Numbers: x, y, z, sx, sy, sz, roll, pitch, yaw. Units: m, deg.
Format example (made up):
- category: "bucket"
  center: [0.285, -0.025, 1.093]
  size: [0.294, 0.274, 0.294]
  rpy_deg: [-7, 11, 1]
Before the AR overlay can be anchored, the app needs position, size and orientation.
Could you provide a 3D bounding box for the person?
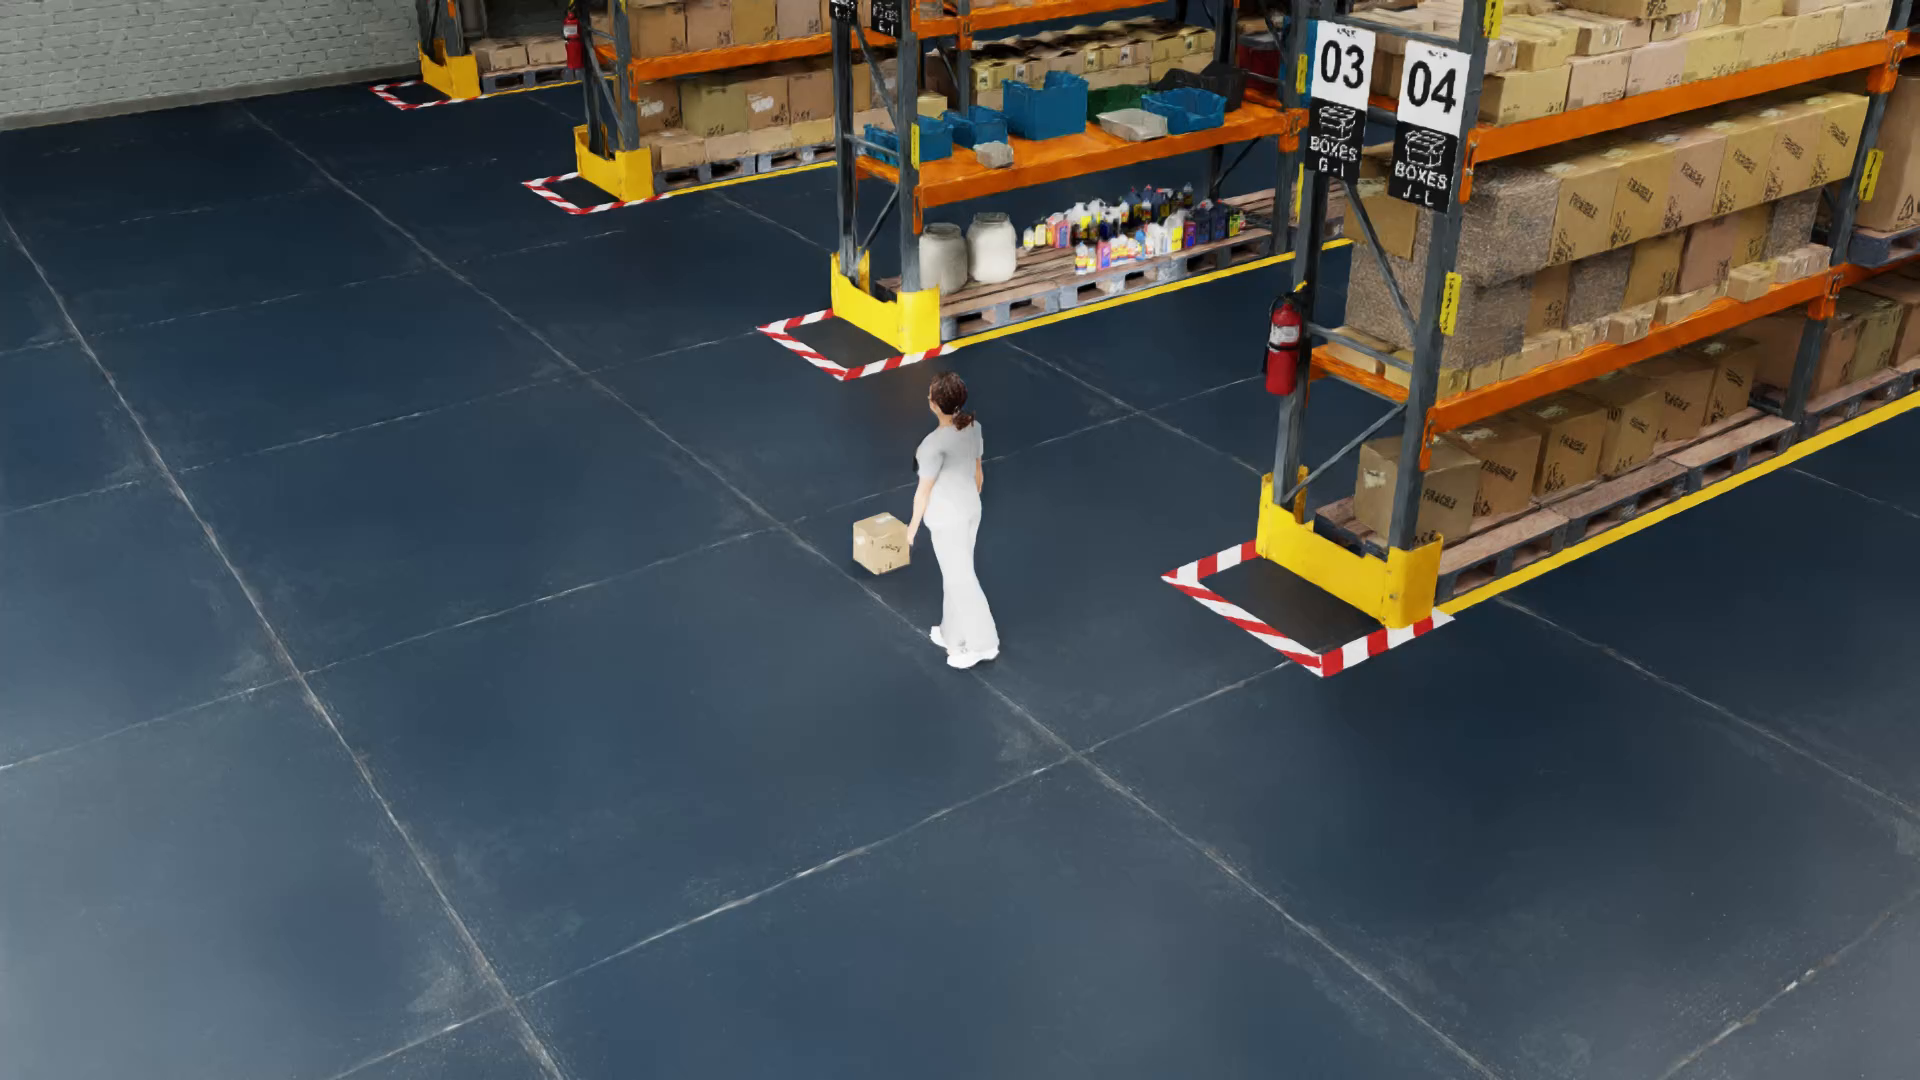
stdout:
- category: "person"
  center: [-0.019, -0.093, 8.792]
  size: [0.478, 1.676, 0.450]
  rpy_deg: [16, 32, 26]
